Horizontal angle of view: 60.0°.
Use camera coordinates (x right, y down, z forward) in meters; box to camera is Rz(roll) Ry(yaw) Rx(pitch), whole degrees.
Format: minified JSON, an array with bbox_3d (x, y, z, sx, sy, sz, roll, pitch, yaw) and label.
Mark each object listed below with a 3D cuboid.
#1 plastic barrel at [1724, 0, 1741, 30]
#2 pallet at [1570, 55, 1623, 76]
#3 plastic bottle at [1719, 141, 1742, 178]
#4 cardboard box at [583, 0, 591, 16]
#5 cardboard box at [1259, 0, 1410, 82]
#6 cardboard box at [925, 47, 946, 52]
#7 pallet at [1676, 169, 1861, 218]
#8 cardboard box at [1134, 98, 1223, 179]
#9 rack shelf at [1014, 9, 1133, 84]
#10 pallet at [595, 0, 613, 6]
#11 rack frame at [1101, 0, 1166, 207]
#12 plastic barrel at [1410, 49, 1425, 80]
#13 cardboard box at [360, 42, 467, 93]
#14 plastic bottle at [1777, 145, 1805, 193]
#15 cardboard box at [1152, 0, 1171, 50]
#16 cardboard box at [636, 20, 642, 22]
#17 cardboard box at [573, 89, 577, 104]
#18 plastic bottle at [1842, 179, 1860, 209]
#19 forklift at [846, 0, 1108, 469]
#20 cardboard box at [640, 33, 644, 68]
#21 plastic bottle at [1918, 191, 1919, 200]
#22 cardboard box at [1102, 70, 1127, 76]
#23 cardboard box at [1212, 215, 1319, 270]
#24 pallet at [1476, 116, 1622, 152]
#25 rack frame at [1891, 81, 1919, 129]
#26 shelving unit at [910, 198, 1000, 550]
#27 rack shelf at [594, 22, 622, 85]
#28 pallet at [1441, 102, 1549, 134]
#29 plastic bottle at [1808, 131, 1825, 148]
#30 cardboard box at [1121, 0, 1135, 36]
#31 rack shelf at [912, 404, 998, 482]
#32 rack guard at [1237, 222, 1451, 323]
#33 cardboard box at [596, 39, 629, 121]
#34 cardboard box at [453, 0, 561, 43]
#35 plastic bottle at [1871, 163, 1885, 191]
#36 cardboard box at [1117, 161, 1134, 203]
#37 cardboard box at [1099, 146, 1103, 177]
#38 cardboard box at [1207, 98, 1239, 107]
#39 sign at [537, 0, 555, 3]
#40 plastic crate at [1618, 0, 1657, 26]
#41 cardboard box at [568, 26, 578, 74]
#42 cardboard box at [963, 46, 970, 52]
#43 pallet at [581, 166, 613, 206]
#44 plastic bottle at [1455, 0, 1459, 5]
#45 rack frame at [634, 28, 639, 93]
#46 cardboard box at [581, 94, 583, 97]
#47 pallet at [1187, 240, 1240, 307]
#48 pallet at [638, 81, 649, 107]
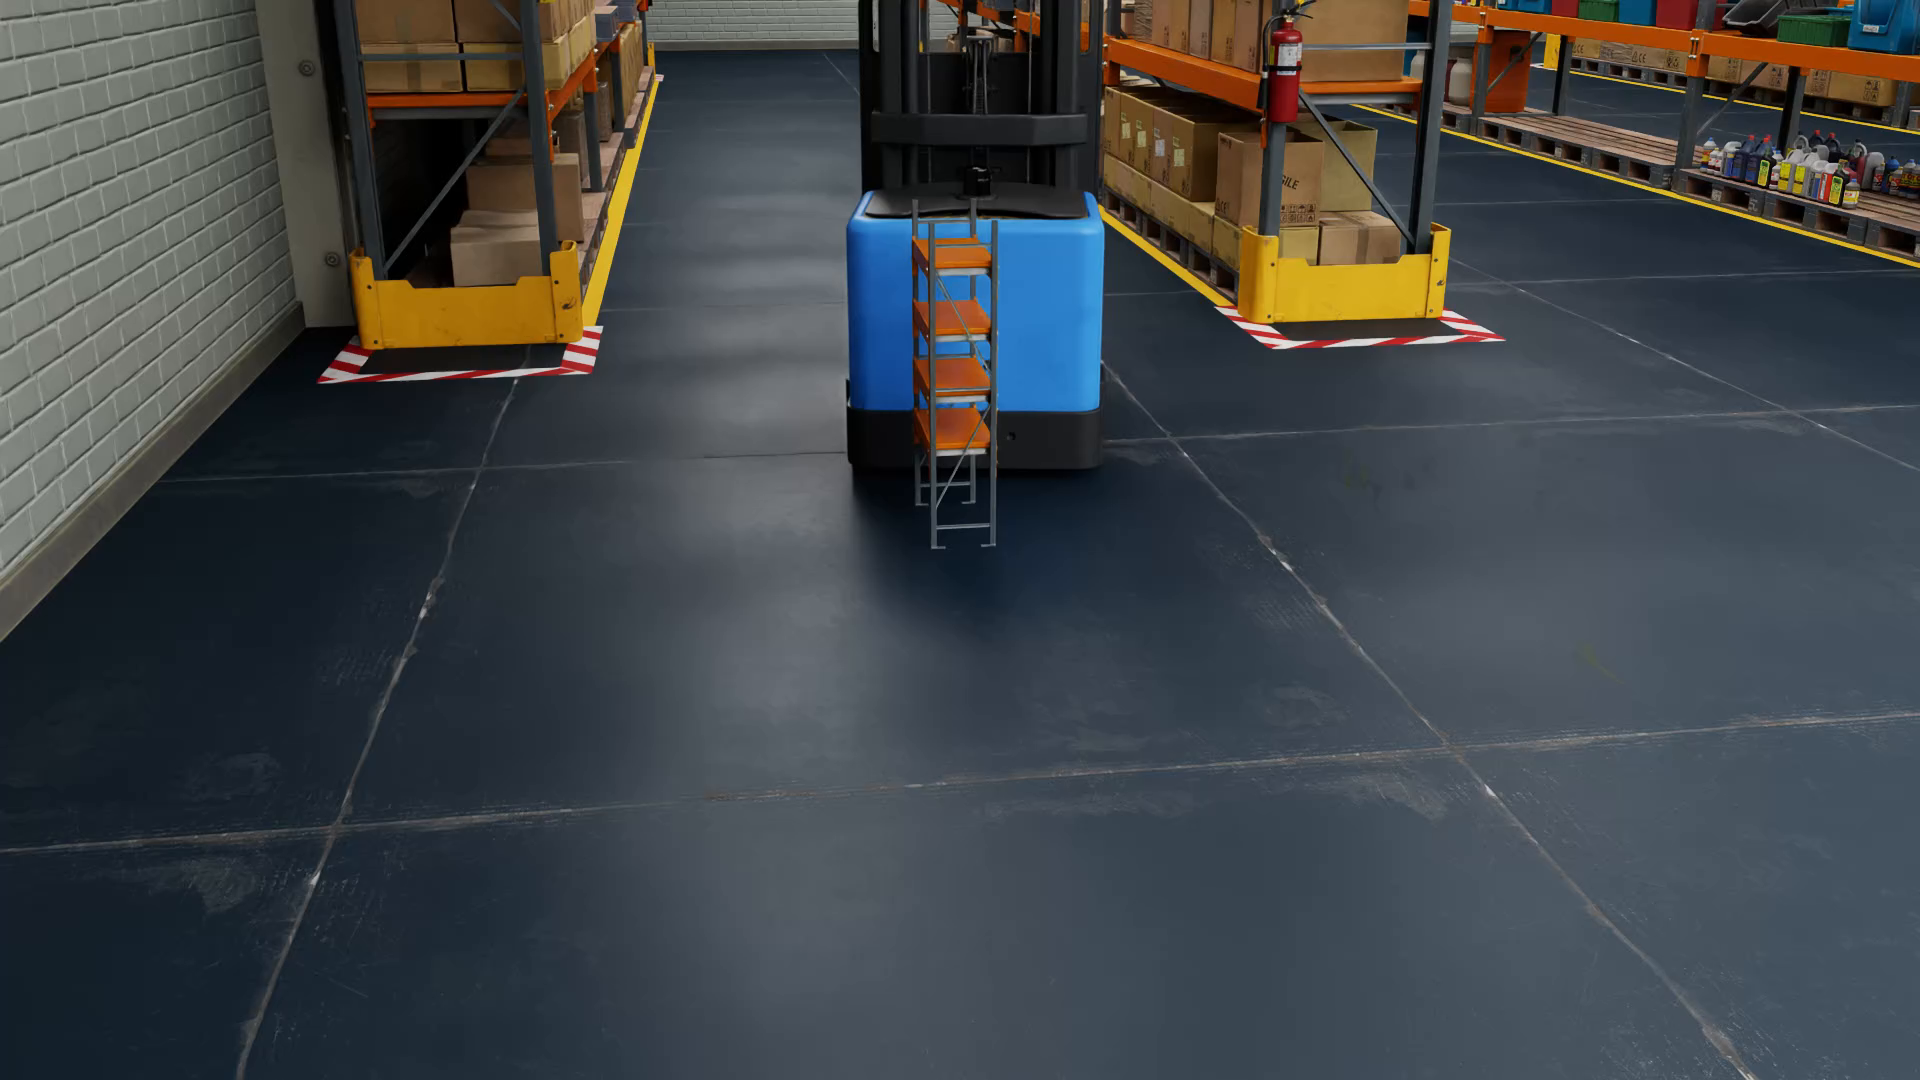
[{"bbox_3d":[6.796,-4.759,13.955,0.600,0.901,0.708,-3,21,-8],"label":"plastic barrel"},{"bbox_3d":[9.916,-7.201,25.194,1.003,0.211,1.213,-3,21,-8],"label":"pallet"},{"bbox_3d":[6.238,-3.063,13.393,0.152,0.276,0.135,-2,21,-6],"label":"plastic bottle"},{"bbox_3d":[-2.800,-3.846,11.339,0.500,0.500,0.500,-3,21,-8],"label":"cardboard box"},{"bbox_3d":[2.172,-2.951,9.688,0.700,0.500,0.500,-3,21,-8],"label":"cardboard box"},{"bbox_3d":[-0.210,-6.824,23.501,0.500,0.250,0.500,-3,21,-8],"label":"cardboard box"},{"bbox_3d":[6.607,-2.835,13.504,1.003,0.211,1.213,-3,21,-8],"label":"pallet"},{"bbox_3d":[1.551,-2.864,11.856,0.500,0.500,0.500,-3,21,-8],"label":"cardboard box"},{"bbox_3d":[1.361,-4.482,14.959,1.077,0.370,4.000,-3,21,-8],"label":"rack shelf"},{"bbox_3d":[-3.502,-4.488,14.218,1.003,0.211,1.213,-3,21,-8],"label":"pallet"},{"bbox_3d":[1.650,-4.127,12.979,1.000,3.000,0.127,-3,21,-8],"label":"rack frame"},{"bbox_3d":[5.555,-5.542,19.723,0.421,0.512,0.421,0,20,0],"label":"plastic barrel"},{"bbox_3d":[-2.934,-2.582,9.028,0.500,0.250,0.500,-3,21,-7],"label":"cardboard box"},{"bbox_3d":[6.346,-2.828,12.657,0.144,0.351,0.185,-3,21,-8],"label":"plastic bottle"},{"bbox_3d":[1.802,-3.838,12.063,0.700,0.500,0.500,-3,21,-8],"label":"cardboard box"},{"bbox_3d":[-4.583,-7.088,22.951,0.380,0.149,0.250,-3,21,-8],"label":"cardboard box"},{"bbox_3d":[-3.520,-3.849,14.105,0.500,0.250,0.500,-4,21,-9],"label":"cardboard box"},{"bbox_3d":[6.430,-2.500,11.992,0.097,0.201,0.097,0,20,0],"label":"plastic bottle"},{"bbox_3d":[0.100,-2.126,7.721,1.130,2.935,3.031,1,20,2],"label":"forklift"},{"bbox_3d":[-4.782,-6.819,23.159,0.700,0.500,0.500,-3,21,-8],"label":"cardboard box"},{"bbox_3d":[7.161,-2.647,12.269,0.061,0.283,0.133,-3,21,-7],"label":"plastic bottle"},{"bbox_3d":[1.392,-4.514,16.544,0.500,0.311,0.500,-2,21,-6],"label":"cardboard box"},{"bbox_3d":[1.857,-1.821,10.135,0.500,0.250,0.500,-3,21,-8],"label":"cardboard box"},{"bbox_3d":[6.049,-4.184,17.117,1.003,0.211,1.213,-3,21,-8],"label":"pallet"},{"bbox_3d":[10.877,-6.010,18.021,1.000,3.000,0.127,-3,21,-8],"label":"rack frame"},{"bbox_3d":[-0.024,-0.619,6.160,0.258,1.200,0.503,-3,21,-8],"label":"shelving unit"},{"bbox_3d":[-3.540,-4.231,14.286,1.077,0.370,4.000,-3,21,-8],"label":"rack shelf"},{"bbox_3d":[5.820,-4.725,18.565,1.003,0.211,1.213,-3,21,-8],"label":"pallet"},{"bbox_3d":[6.930,-3.132,13.473,0.144,0.351,0.185,-3,21,-9],"label":"plastic bottle"},{"bbox_3d":[1.536,-4.225,13.455,0.500,0.250,0.500,-2,21,-4],"label":"cardboard box"},{"bbox_3d":[-0.024,-0.370,6.253,0.258,0.148,0.480,-3,21,-8],"label":"rack shelf"},{"bbox_3d":[2.230,-1.563,9.686,1.175,0.500,0.348,-3,21,-8],"label":"rack guard"},{"bbox_3d":[-3.804,-4.712,17.016,0.750,0.750,0.750,-3,21,-8],"label":"cardboard box"},{"bbox_3d":[-2.446,-2.962,8.973,0.500,0.500,0.500,-3,21,-8],"label":"cardboard box"},{"bbox_3d":[7.068,-2.788,12.764,0.097,0.201,0.097,0,20,0],"label":"plastic bottle"},{"bbox_3d":[1.484,-2.686,12.451,0.500,0.250,0.500,-3,21,-8],"label":"cardboard box"},{"bbox_3d":[1.303,-3.165,13.732,0.500,0.250,0.500,-3,21,-8],"label":"cardboard box"},{"bbox_3d":[2.069,-2.891,11.927,0.500,0.500,0.500,-3,21,-8],"label":"cardboard box"},{"bbox_3d":[-2.138,-2.924,8.520,0.100,0.325,0.005,-3,21,-8],"label":"sign"},{"bbox_3d":[6.085,-4.734,14.627,0.392,0.384,0.575,-3,21,-8],"label":"plastic crate"},{"bbox_3d":[-2.588,-2.971,10.069,0.500,0.250,0.500,-3,21,-9],"label":"cardboard box"},{"bbox_3d":[0.325,-5.752,20.274,0.500,0.500,0.500,-4,21,-10],"label":"cardboard box"},{"bbox_3d":[-3.365,-2.839,13.516,1.003,0.211,1.213,-3,21,-8],"label":"pallet"},{"bbox_3d":[5.449,-5.940,18.118,0.097,0.201,0.097,0,20,0],"label":"plastic bottle"},{"bbox_3d":[-4.405,-6.646,19.722,1.000,3.000,0.127,-3,21,-8],"label":"rack frame"},{"bbox_3d":[-3.614,-3.694,14.764,0.700,0.500,0.500,-3,21,-8],"label":"cardboard box"},{"bbox_3d":[2.075,-1.698,10.462,1.003,0.211,1.213,-3,21,-8],"label":"pallet"},{"bbox_3d":[-4.437,-5.607,20.926,1.003,0.211,1.213,-3,21,-8],"label":"pallet"}]
